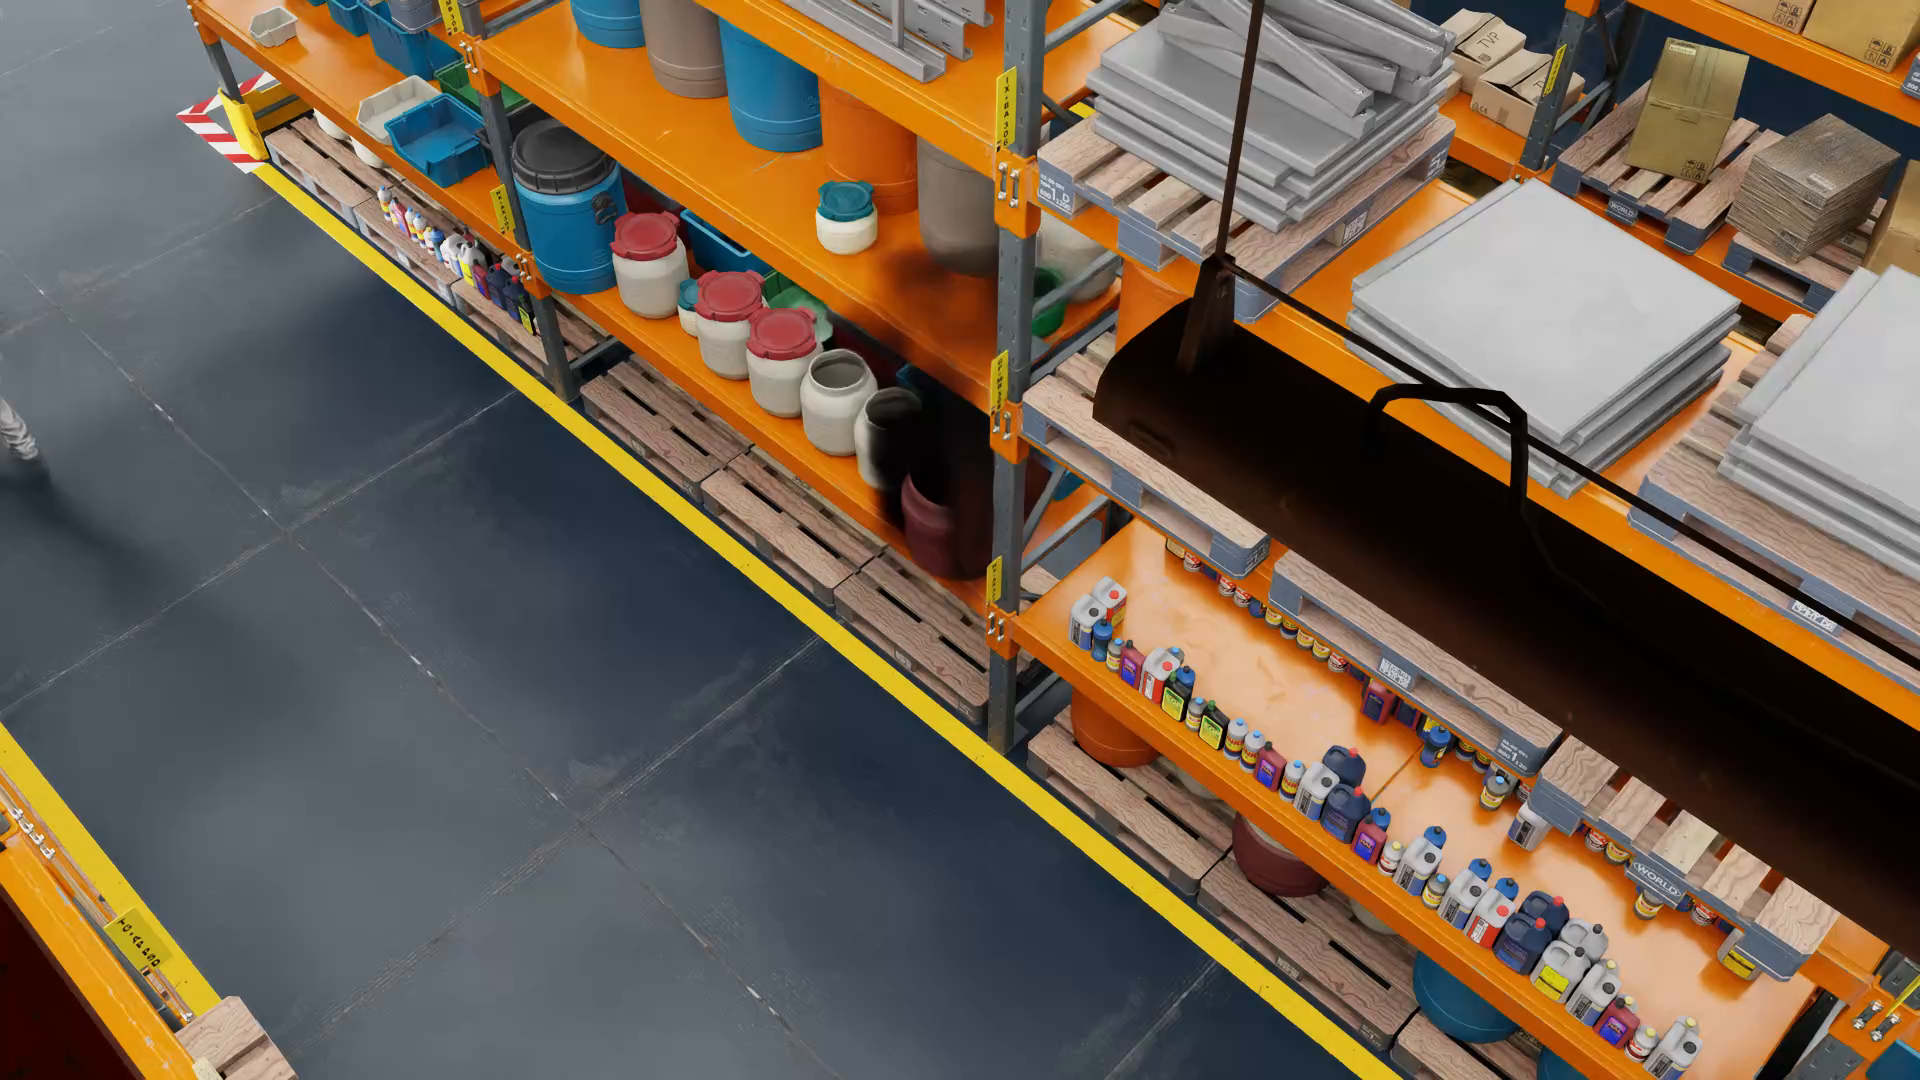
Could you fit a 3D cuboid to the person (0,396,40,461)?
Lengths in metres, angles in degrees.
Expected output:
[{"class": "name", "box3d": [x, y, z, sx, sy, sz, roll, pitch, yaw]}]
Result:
[{"class": "person", "box3d": [-6.278, -1.157, 10.206, 0.814, 1.840, 0.661, 26, 55, 20]}]
